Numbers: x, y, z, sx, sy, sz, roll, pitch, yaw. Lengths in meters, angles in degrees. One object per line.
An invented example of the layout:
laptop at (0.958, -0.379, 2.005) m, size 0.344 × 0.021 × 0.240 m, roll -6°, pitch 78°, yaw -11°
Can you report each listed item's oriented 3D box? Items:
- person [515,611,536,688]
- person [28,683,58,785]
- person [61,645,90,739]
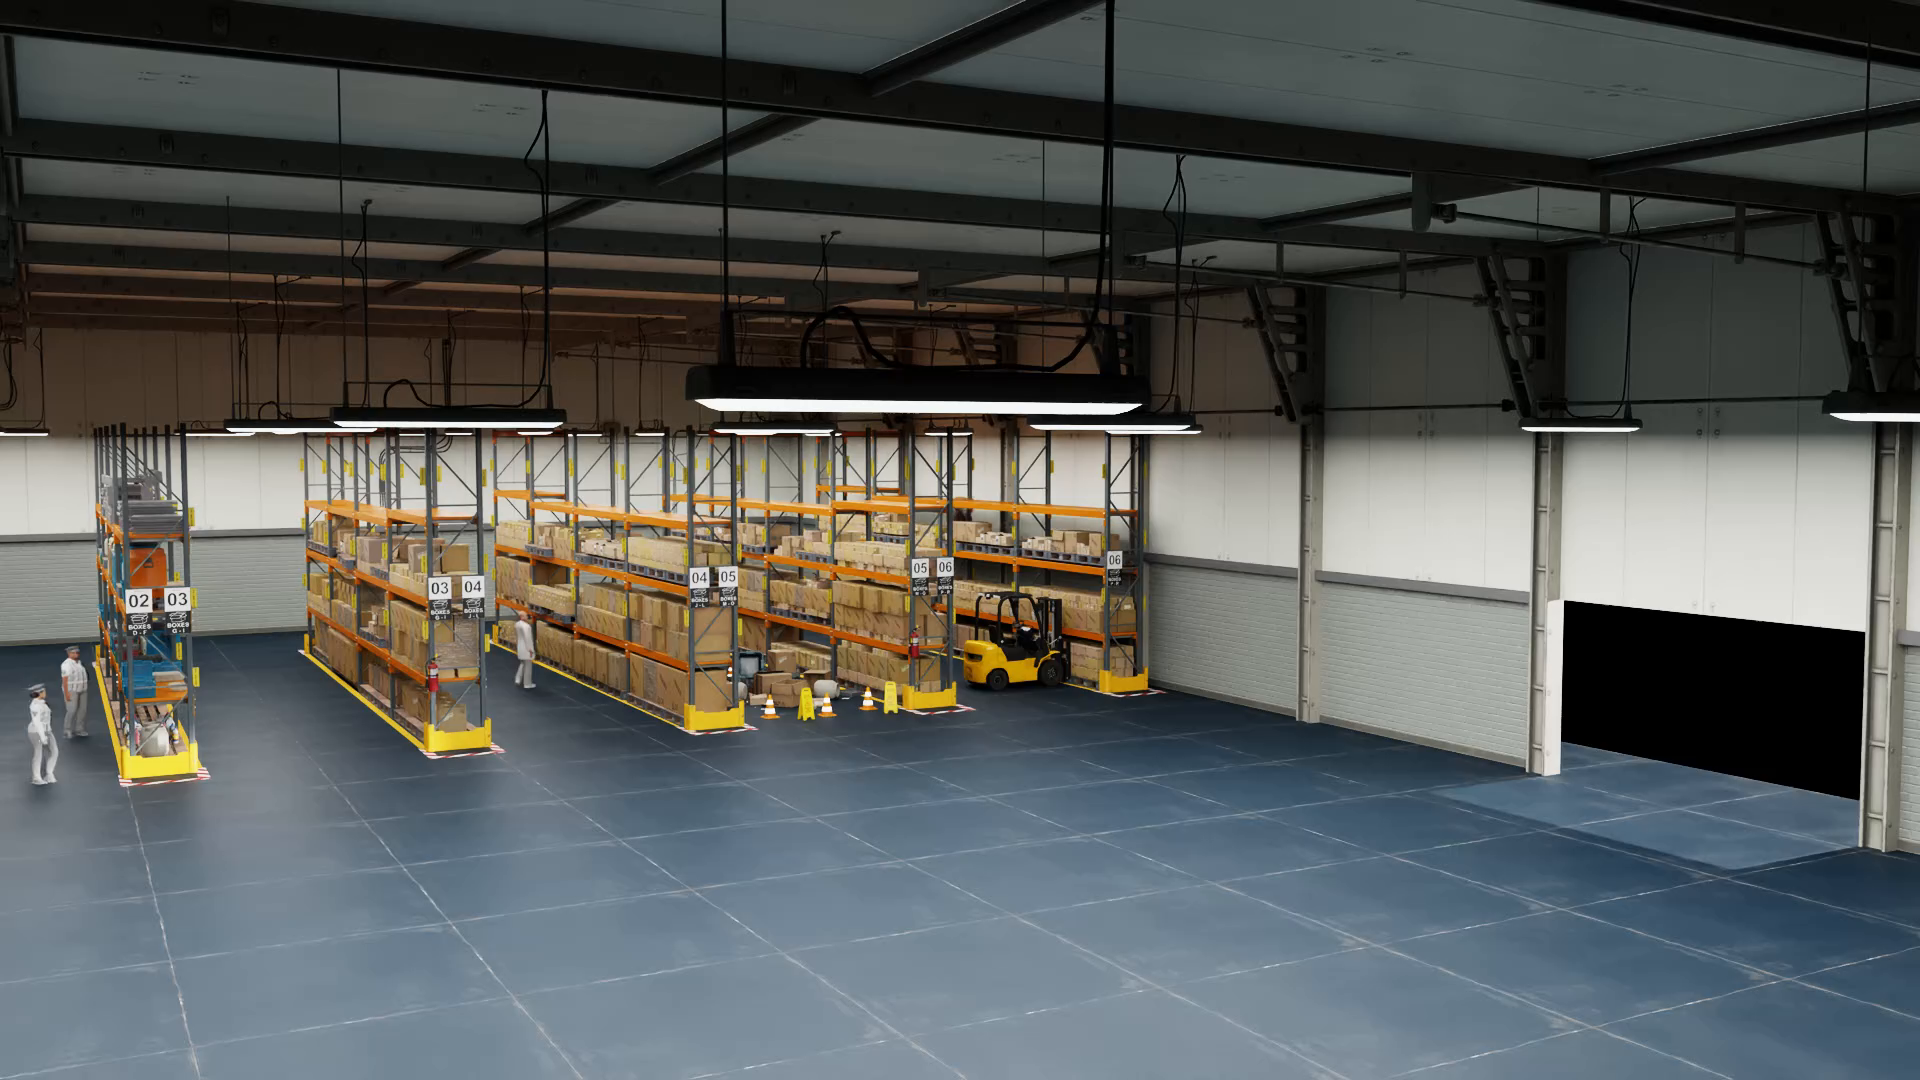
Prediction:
person at (-9.987, 2.514, 38.238) m, size 0.594 × 1.783 × 0.505 m, roll 3°, pitch 4°, yaw 36°
person at (-15.244, 3.253, 27.601) m, size 0.467 × 1.751 × 0.486 m, roll 1°, pitch 3°, yaw 9°
person at (-17.048, 2.949, 32.075) m, size 0.432 × 1.852 × 0.609 m, roll 1°, pitch 4°, yaw 17°
